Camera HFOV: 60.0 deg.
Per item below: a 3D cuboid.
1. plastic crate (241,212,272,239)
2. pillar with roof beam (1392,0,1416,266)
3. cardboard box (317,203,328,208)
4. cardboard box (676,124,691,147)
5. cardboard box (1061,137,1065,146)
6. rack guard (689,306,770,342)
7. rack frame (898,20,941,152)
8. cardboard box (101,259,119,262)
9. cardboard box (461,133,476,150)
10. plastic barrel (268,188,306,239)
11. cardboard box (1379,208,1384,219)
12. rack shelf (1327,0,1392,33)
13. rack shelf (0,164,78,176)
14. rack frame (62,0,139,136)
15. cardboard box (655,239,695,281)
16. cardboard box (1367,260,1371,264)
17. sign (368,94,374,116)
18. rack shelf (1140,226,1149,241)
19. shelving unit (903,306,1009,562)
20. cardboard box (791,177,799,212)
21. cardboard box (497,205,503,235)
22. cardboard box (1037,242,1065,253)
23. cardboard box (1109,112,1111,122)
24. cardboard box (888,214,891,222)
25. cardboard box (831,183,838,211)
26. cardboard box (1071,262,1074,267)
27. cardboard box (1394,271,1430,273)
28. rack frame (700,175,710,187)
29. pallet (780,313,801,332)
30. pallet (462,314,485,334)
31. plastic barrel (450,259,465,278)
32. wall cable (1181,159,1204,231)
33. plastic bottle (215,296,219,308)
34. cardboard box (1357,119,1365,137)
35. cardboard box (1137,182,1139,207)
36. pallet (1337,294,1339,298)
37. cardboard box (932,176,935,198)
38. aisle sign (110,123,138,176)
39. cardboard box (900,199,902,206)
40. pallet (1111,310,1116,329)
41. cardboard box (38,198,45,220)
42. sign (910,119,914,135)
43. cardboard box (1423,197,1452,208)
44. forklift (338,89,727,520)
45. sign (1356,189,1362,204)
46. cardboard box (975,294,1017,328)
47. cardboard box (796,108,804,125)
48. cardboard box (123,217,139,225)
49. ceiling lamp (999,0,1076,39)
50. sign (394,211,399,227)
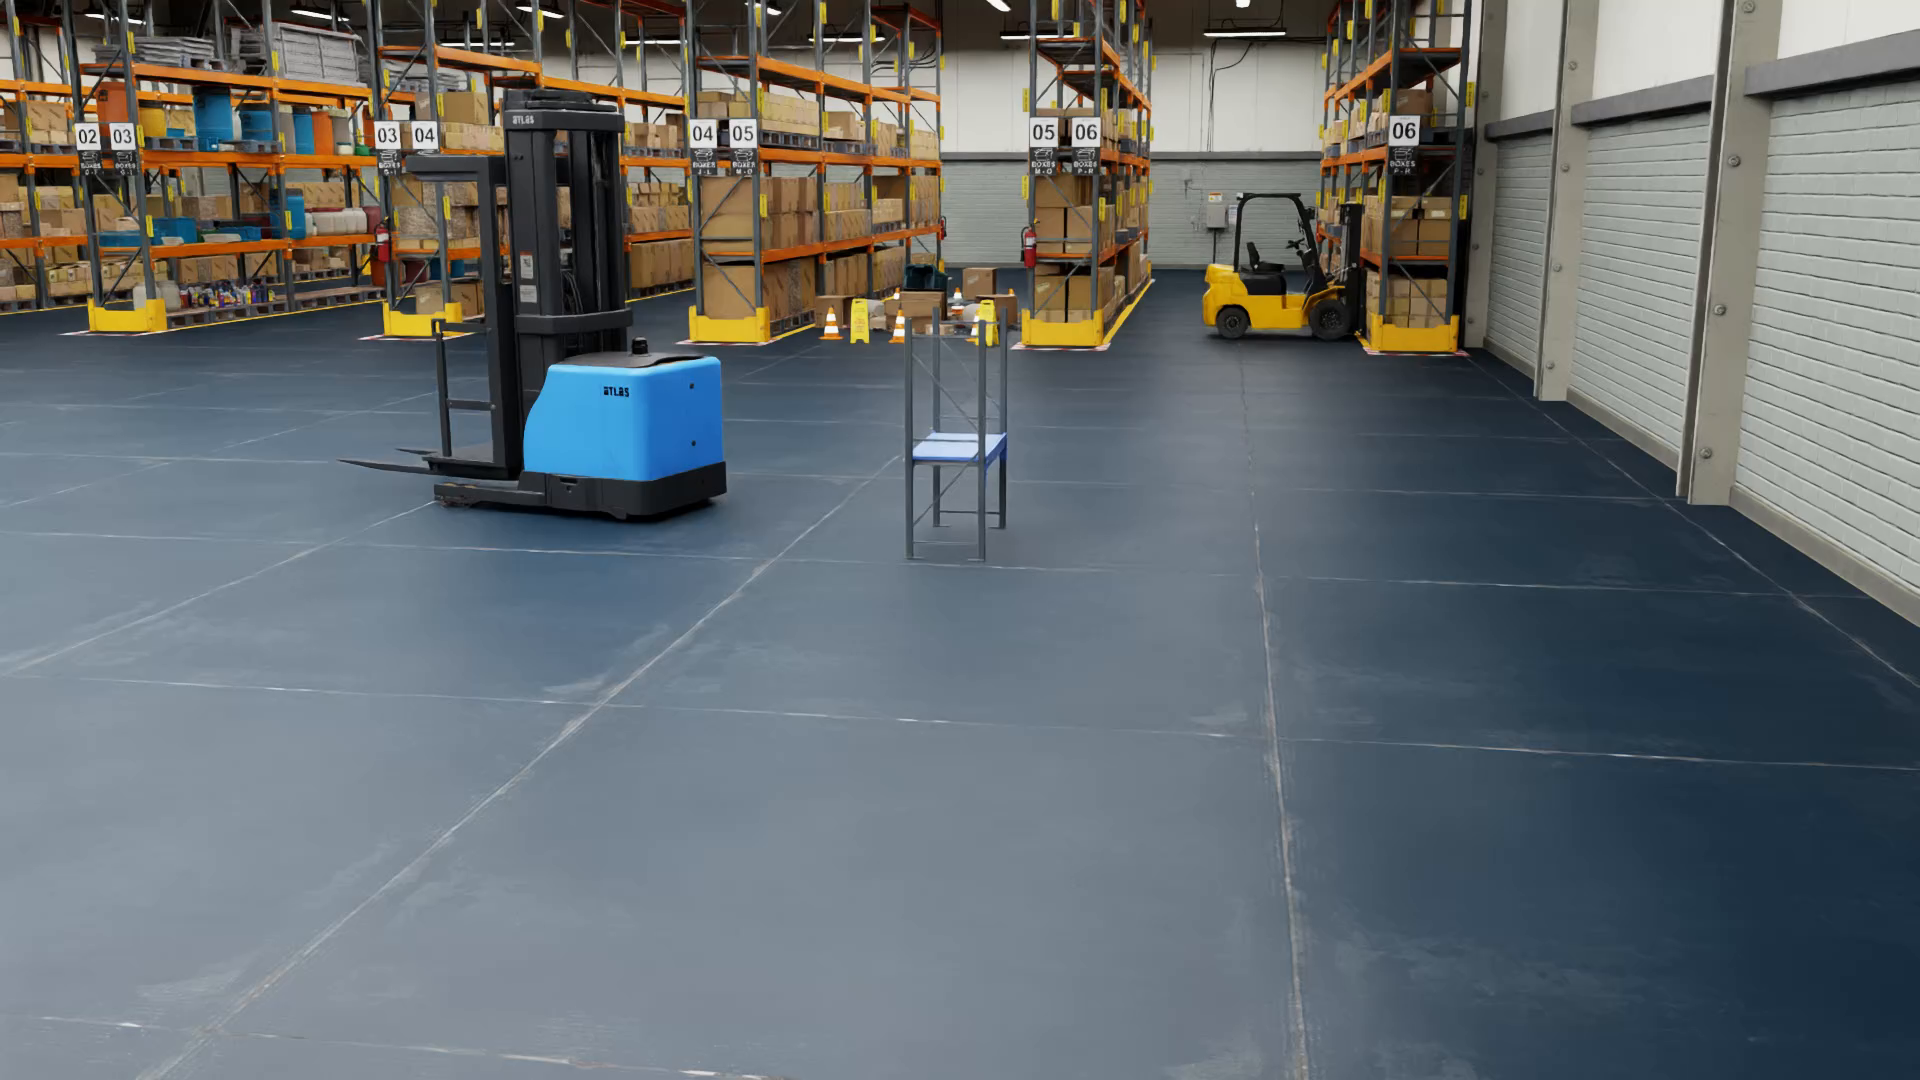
[{"bbox_3d":[-12.817,-5.763,30.465,0.402,0.464,0.583,2,12,9],"label":"plastic crate"},{"bbox_3d":[4.977,-9.833,35.260,9.100,9.000,0.548,2,12,9],"label":"pillar with roof beam"},{"bbox_3d":[-15.673,-7.911,40.344,0.500,0.500,0.500,2,12,8],"label":"cardboard box"},{"bbox_3d":[-6.403,-9.061,37.324,0.700,0.500,0.500,1,12,5],"label":"cardboard box"},{"bbox_3d":[1.341,-5.841,24.454,0.380,0.149,0.250,2,12,10],"label":"cardboard box"},{"bbox_3d":[-3.428,-3.220,24.746,1.175,0.500,0.348,2,12,9],"label":"rack guard"},{"bbox_3d":[-0.964,-10.710,39.329,1.000,3.000,0.127,2,12,9],"label":"rack frame"},{"bbox_3d":[-17.311,-5.542,33.786,0.500,0.311,0.500,2,12,7],"label":"cardboard box"},{"bbox_3d":[-7.907,-6.221,25.975,0.500,0.250,0.500,2,12,7],"label":"cardboard box"},{"bbox_3d":[-12.230,-5.937,30.233,0.600,0.901,0.708,2,12,9],"label":"plastic barrel"},{"bbox_3d":[6.174,-4.649,23.666,0.380,0.149,0.250,2,12,10],"label":"cardboard box"},{"bbox_3d":[8.541,-11.267,35.733,1.077,0.370,4.000,2,12,9],"label":"rack shelf"},{"bbox_3d":[-21.455,-8.306,37.003,1.077,0.370,4.000,2,12,9],"label":"rack shelf"},{"bbox_3d":[-13.204,-7.721,25.462,1.000,3.000,0.127,2,12,9],"label":"rack frame"},{"bbox_3d":[-6.543,-6.159,36.499,1.225,0.875,0.875,2,12,9],"label":"cardboard box"},{"bbox_3d":[8.032,-5.320,31.957,0.380,0.149,0.250,2,12,9],"label":"cardboard box"},{"bbox_3d":[-8.855,-6.550,25.043,0.100,0.325,0.005,2,12,9],"label":"sign"},{"bbox_3d":[3.635,-6.870,37.458,1.077,0.370,4.000,2,12,9],"label":"rack shelf"},{"bbox_3d":[-0.013,-0.715,10.753,0.538,1.500,1.048,2,12,9],"label":"shelving unit"},{"bbox_3d":[-3.089,-5.579,26.839,0.875,0.550,0.550,2,12,9],"label":"cardboard box"},{"bbox_3d":[-8.032,-5.251,27.293,0.875,0.500,0.500,2,12,9],"label":"cardboard box"},{"bbox_3d":[1.328,-4.269,24.279,0.380,0.149,0.250,2,12,11],"label":"cardboard box"},{"bbox_3d":[2.120,-6.474,25.499,0.380,0.149,0.250,2,12,9],"label":"cardboard box"},{"bbox_3d":[-1.642,-6.667,34.407,0.380,0.149,0.250,2,12,11],"label":"cardboard box"},{"bbox_3d":[-2.584,-6.133,29.720,0.700,0.500,0.500,2,12,9],"label":"cardboard box"},{"bbox_3d":[1.661,-4.547,27.180,0.380,0.149,0.250,2,12,9],"label":"cardboard box"},{"bbox_3d":[6.964,-4.010,25.638,0.500,0.250,0.500,2,12,9],"label":"cardboard box"},{"bbox_3d":[-5.849,-7.959,40.804,1.000,3.000,0.127,2,12,9],"label":"rack frame"},{"bbox_3d":[-3.189,-3.506,26.759,1.003,0.211,1.213,2,12,9],"label":"pallet"},{"bbox_3d":[-8.138,-3.449,26.496,1.003,0.211,1.213,2,12,9],"label":"pallet"},{"bbox_3d":[-11.459,-6.354,37.339,0.600,0.901,0.708,2,12,9],"label":"plastic barrel"},{"bbox_3d":[6.190,-9.266,44.455,0.588,1.984,0.122,2,12,9],"label":"wall cable"},{"bbox_3d":[-12.601,-4.025,28.147,0.097,0.201,0.097,0,12,0],"label":"plastic bottle"},{"bbox_3d":[6.991,-6.975,28.096,0.500,0.311,0.500,1,12,7],"label":"cardboard box"},{"bbox_3d":[3.435,-7.134,34.365,0.500,0.500,0.500,2,12,10],"label":"cardboard box"},{"bbox_3d":[7.770,-4.604,31.853,1.003,0.211,1.213,2,12,9],"label":"pallet"},{"bbox_3d":[-0.866,-8.251,38.845,0.500,0.500,0.500,1,12,7],"label":"cardboard box"},{"bbox_3d":[-12.926,-6.035,25.707,0.394,0.787,0.004,2,12,9],"label":"aisle sign"},{"bbox_3d":[-1.448,-7.228,35.600,0.380,0.149,0.250,2,12,11],"label":"cardboard box"},{"bbox_3d":[2.029,-3.636,27.363,1.003,0.211,1.213,2,12,9],"label":"pallet"},{"bbox_3d":[-21.124,-7.497,37.669,0.500,0.500,0.500,2,12,9],"label":"cardboard box"},{"bbox_3d":[-1.030,-8.839,35.605,0.100,0.325,0.005,2,12,9],"label":"sign"},{"bbox_3d":[6.753,-4.775,23.546,0.380,0.149,0.250,2,12,11],"label":"cardboard box"},{"bbox_3d":[-3.282,-1.760,12.202,3.031,2.935,1.130,6,13,25],"label":"forklift"},{"bbox_3d":[6.465,-5.523,26.939,0.100,0.325,0.005,2,12,9],"label":"sign"},{"bbox_3d":[0.588,-3.740,27.156,0.500,0.500,0.500,-10,16,-40],"label":"cardboard box"},{"bbox_3d":[-2.788,-6.752,26.498,0.500,0.250,0.500,2,12,8],"label":"cardboard box"},{"bbox_3d":[-16.967,-6.498,34.234,0.500,0.311,0.500,3,12,12],"label":"cardboard box"},{"bbox_3d":[1.960,-14.061,41.024,2.000,3.185,0.800,2,12,9],"label":"ceiling lamp"},{"bbox_3d":[-11.429,-6.518,33.728,0.100,0.325,0.005,2,12,9],"label":"sign"}]
